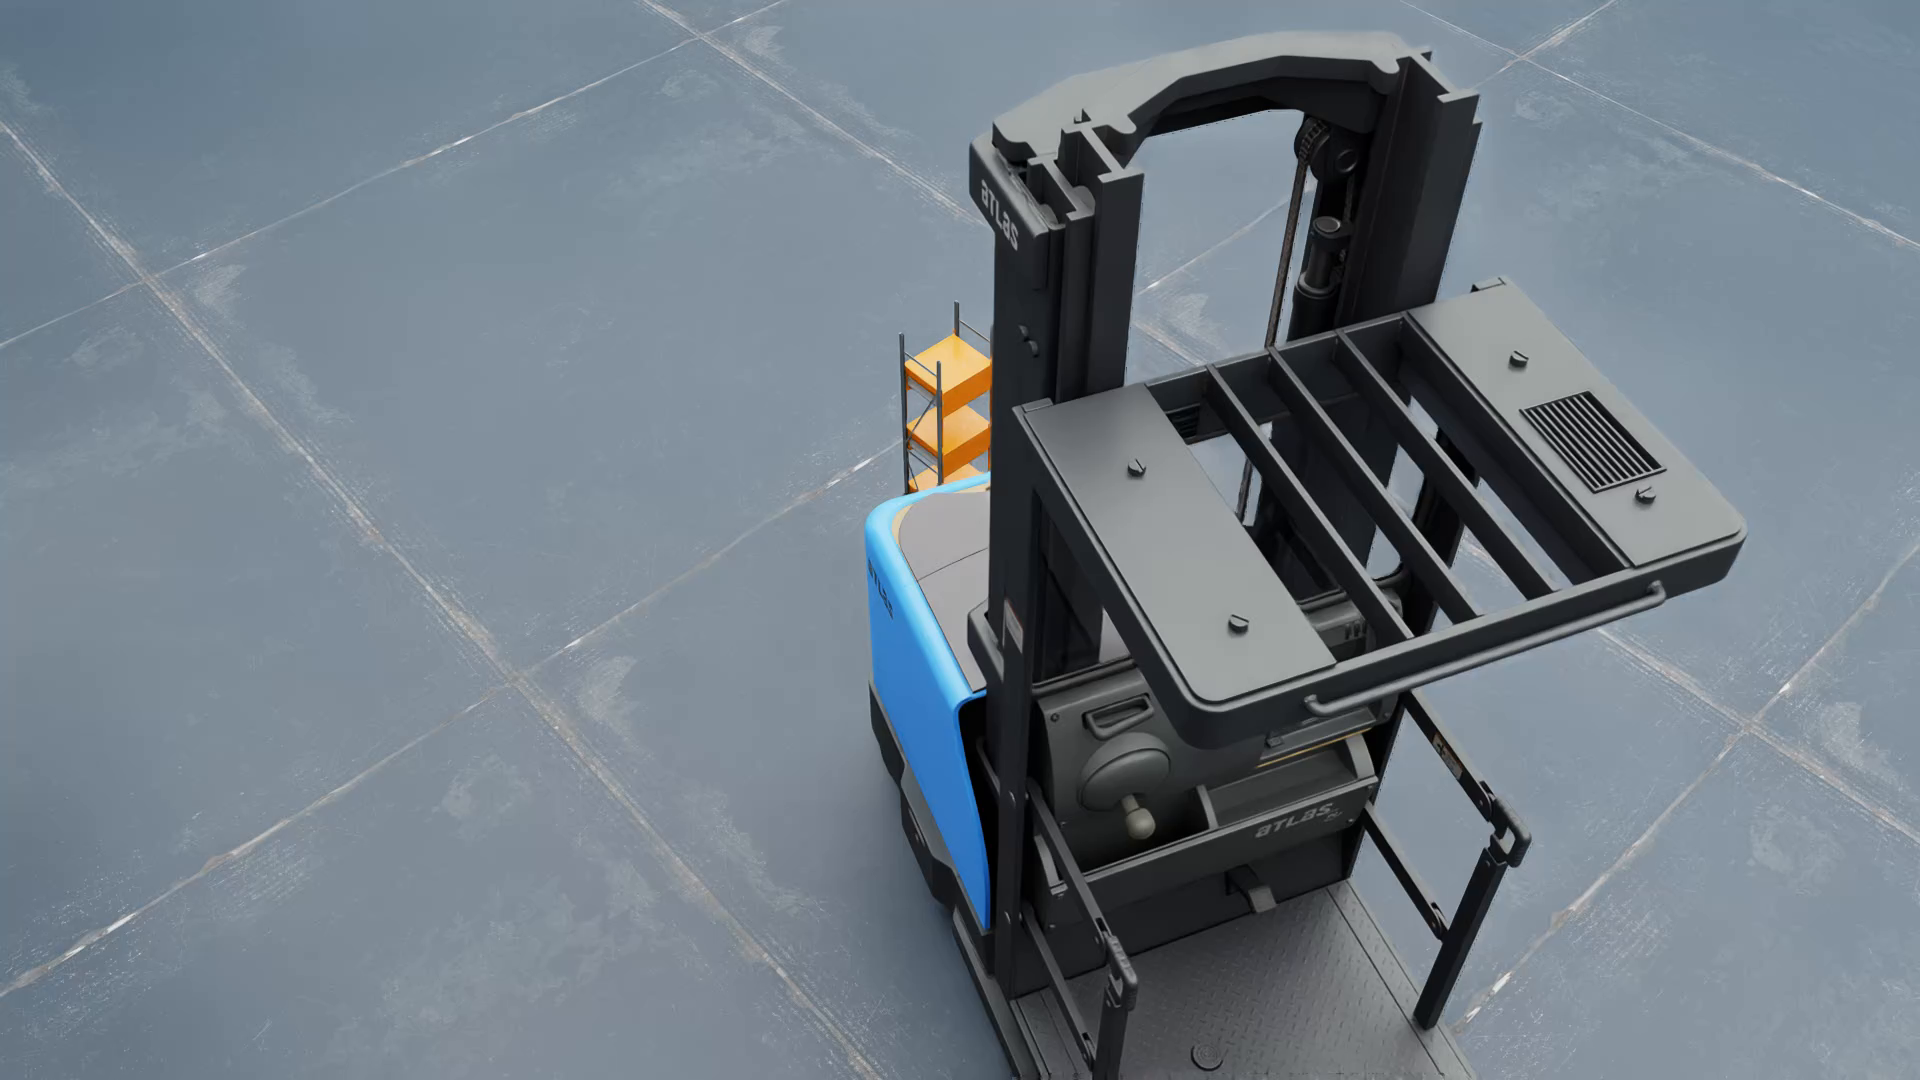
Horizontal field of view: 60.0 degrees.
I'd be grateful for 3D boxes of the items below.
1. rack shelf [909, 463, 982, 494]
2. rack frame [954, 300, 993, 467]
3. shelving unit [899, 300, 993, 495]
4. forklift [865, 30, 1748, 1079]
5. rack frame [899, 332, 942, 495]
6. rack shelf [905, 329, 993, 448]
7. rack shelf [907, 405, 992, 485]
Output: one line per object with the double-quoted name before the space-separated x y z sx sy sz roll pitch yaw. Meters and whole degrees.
"rack shelf" -0.040 -0.134 6.052 0.240 0.259 0.215 -34 56 -27
"rack frame" 0.051 -0.390 5.895 0.008 1.050 0.200 -34 56 -27
"shelving unit" -0.040 -0.330 5.840 0.252 1.050 0.215 -34 56 -27
"forklift" 0.712 0.515 3.781 1.130 2.935 3.031 -16 49 -14
"rack frame" -0.130 -0.269 5.784 0.008 1.050 0.200 -34 56 -27
"rack shelf" -0.040 -0.515 5.639 0.240 0.259 0.215 -34 56 -27
"rack shelf" -0.040 -0.322 5.848 0.240 0.259 0.215 -34 56 -27
